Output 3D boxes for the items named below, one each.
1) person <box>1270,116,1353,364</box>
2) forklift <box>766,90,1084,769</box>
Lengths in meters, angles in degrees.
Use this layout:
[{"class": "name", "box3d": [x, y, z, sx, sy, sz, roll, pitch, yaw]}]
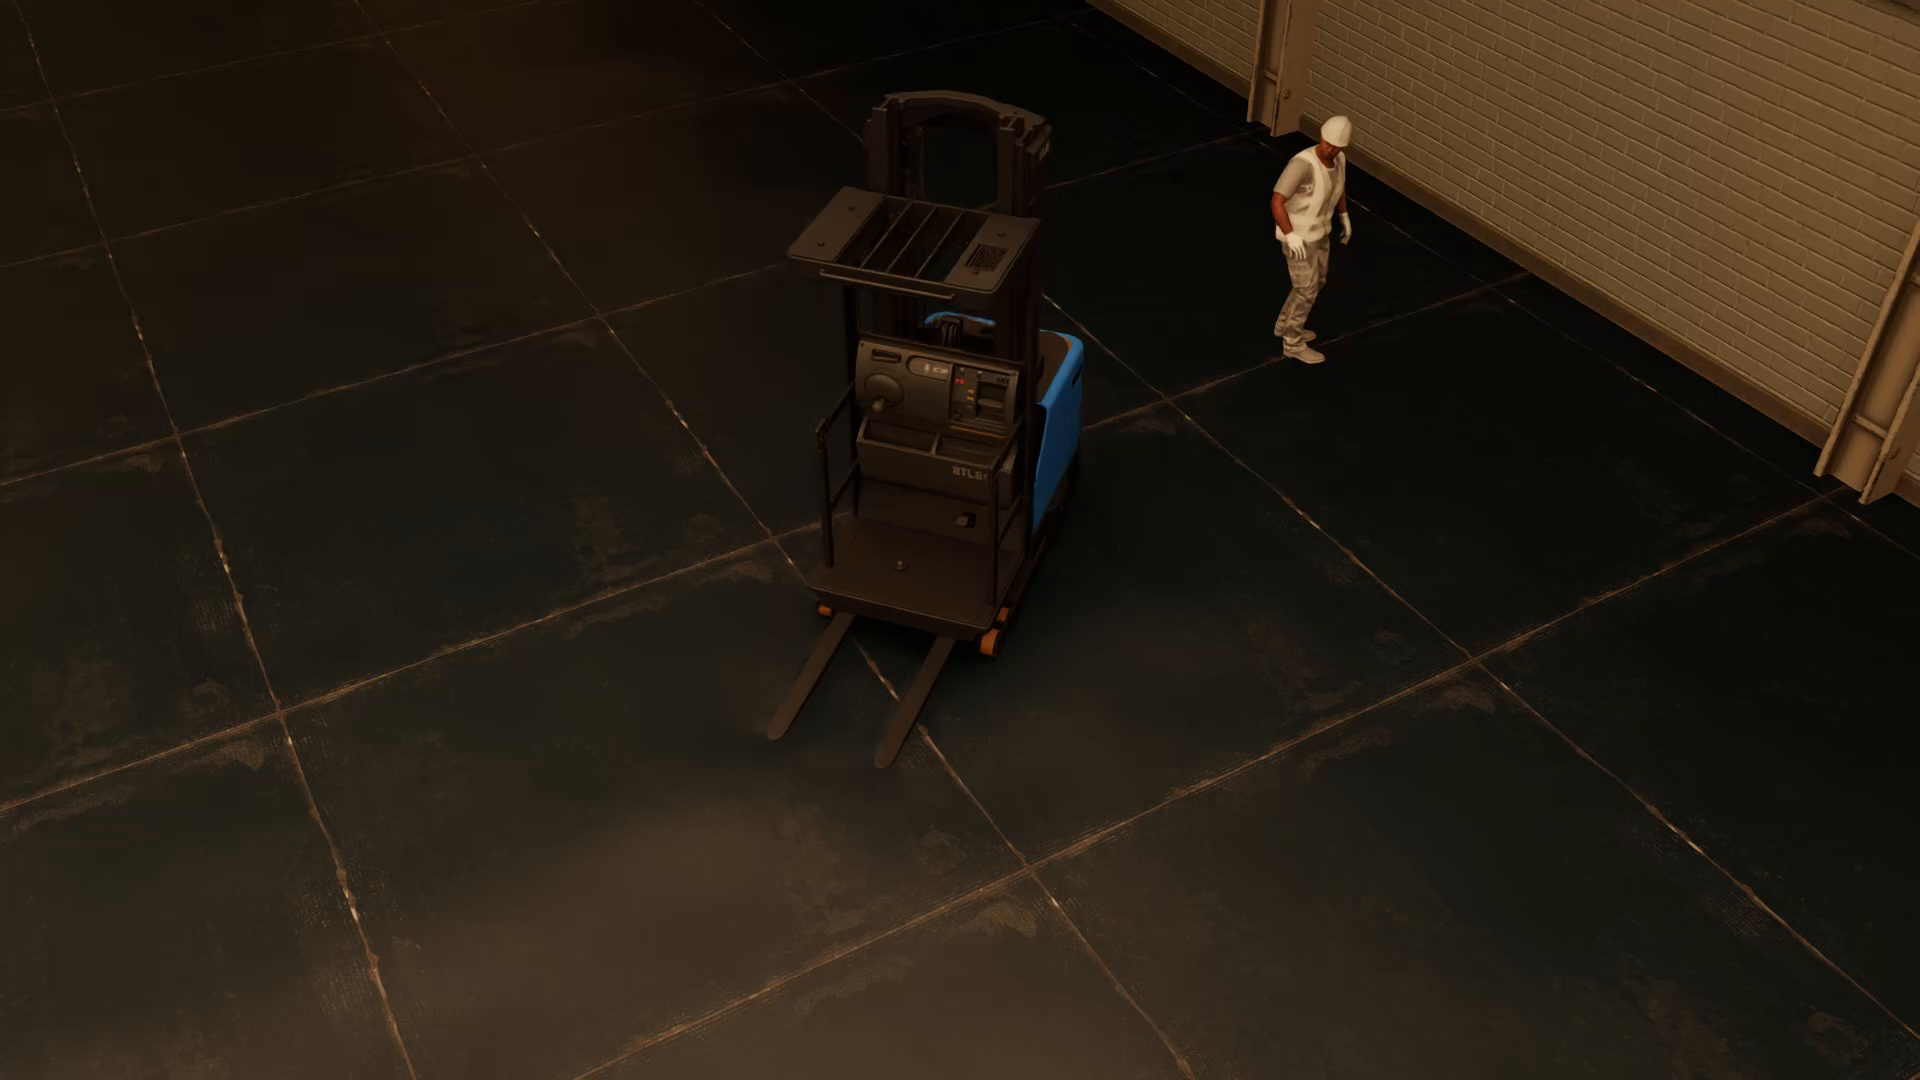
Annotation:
[{"class": "person", "box3d": [2.475, -2.097, 11.490, 0.513, 1.752, 0.770, 25, 46, 27]}, {"class": "forklift", "box3d": [-0.199, -0.759, 8.952, 1.130, 2.935, 3.031, 13, 41, 15]}]
